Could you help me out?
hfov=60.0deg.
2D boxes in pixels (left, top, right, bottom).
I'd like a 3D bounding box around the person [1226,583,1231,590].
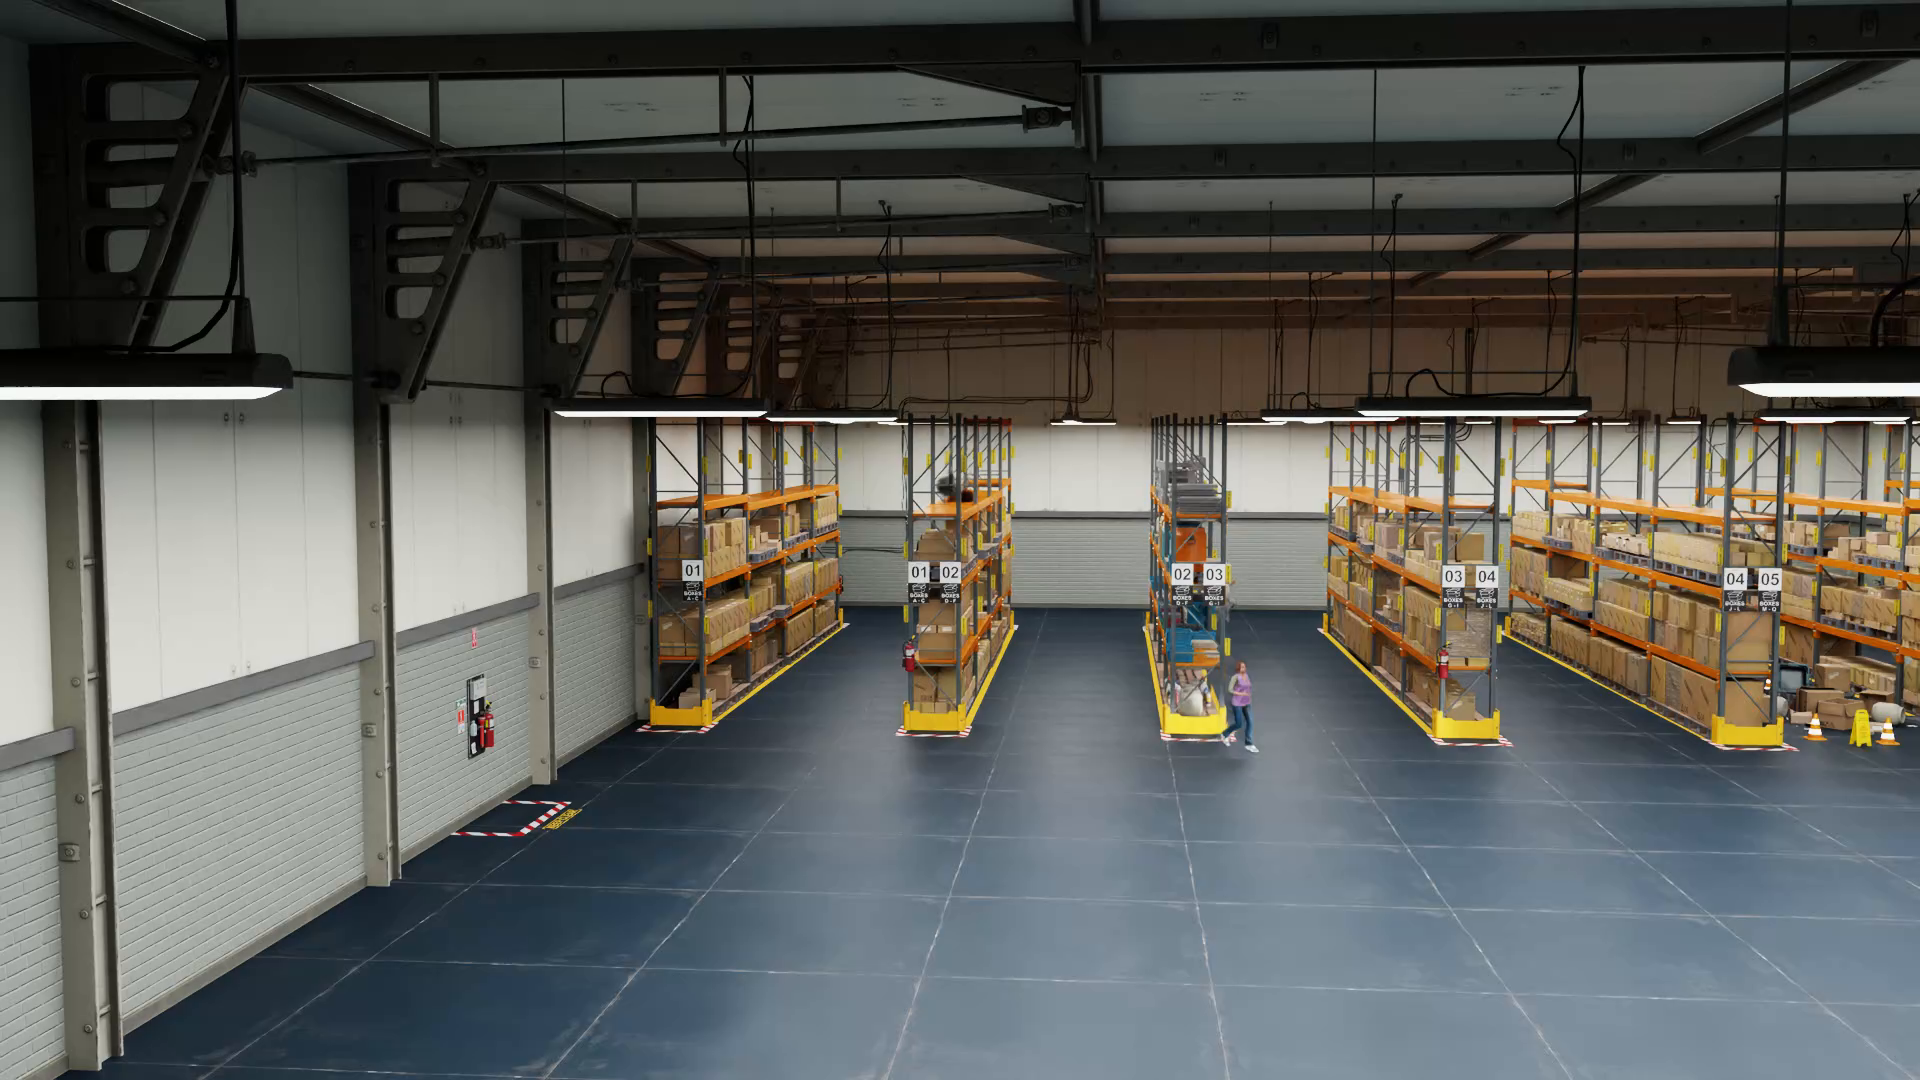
[{"bbox_3d":[7.769,1.237,48.956,0.388,0.629,0.452,1,4,20],"label":"person"}]
